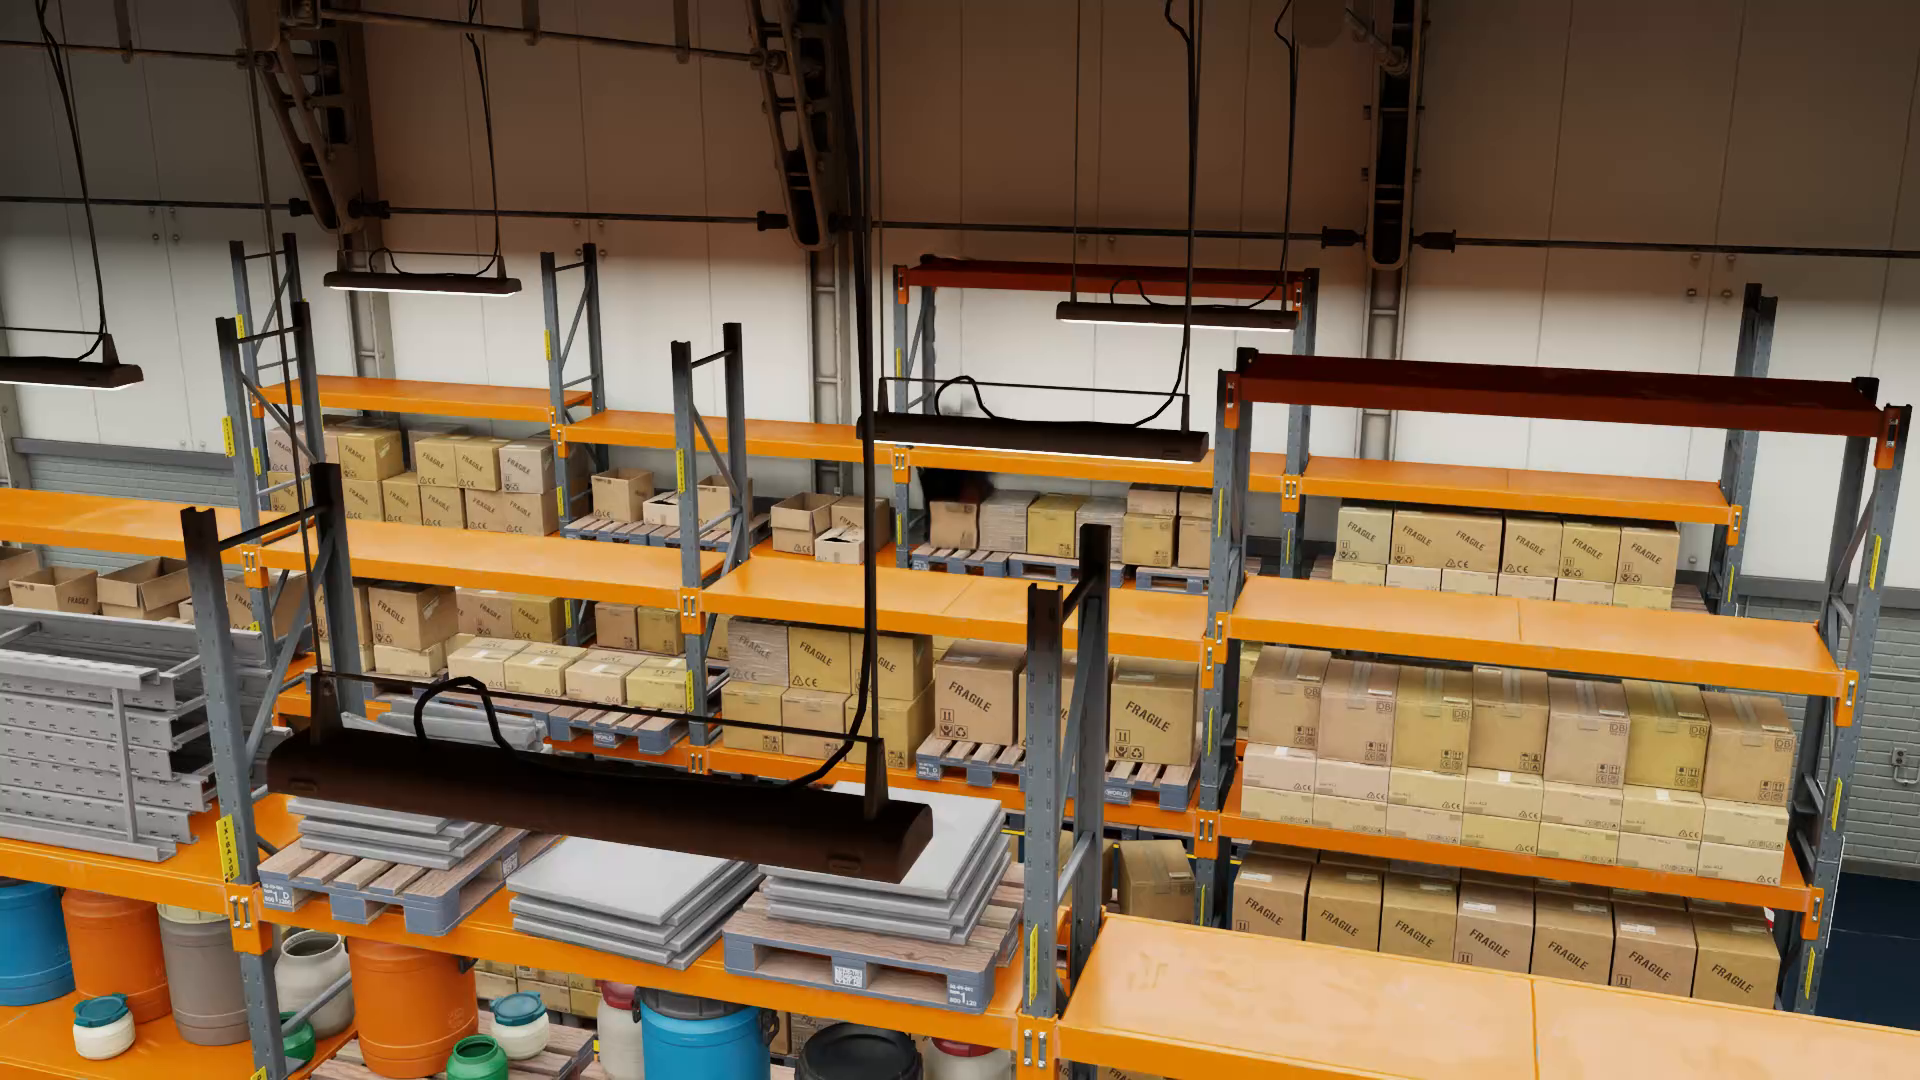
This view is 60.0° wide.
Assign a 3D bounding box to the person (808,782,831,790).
[{"bbox_3d":[-1.280,2.952,15.445,0.777,1.784,0.638,5,17,18],"label":"person"}]

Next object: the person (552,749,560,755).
[{"bbox_3d":[-4.295,2.459,17.035,0.734,1.766,0.680,2,16,5],"label":"person"}]
